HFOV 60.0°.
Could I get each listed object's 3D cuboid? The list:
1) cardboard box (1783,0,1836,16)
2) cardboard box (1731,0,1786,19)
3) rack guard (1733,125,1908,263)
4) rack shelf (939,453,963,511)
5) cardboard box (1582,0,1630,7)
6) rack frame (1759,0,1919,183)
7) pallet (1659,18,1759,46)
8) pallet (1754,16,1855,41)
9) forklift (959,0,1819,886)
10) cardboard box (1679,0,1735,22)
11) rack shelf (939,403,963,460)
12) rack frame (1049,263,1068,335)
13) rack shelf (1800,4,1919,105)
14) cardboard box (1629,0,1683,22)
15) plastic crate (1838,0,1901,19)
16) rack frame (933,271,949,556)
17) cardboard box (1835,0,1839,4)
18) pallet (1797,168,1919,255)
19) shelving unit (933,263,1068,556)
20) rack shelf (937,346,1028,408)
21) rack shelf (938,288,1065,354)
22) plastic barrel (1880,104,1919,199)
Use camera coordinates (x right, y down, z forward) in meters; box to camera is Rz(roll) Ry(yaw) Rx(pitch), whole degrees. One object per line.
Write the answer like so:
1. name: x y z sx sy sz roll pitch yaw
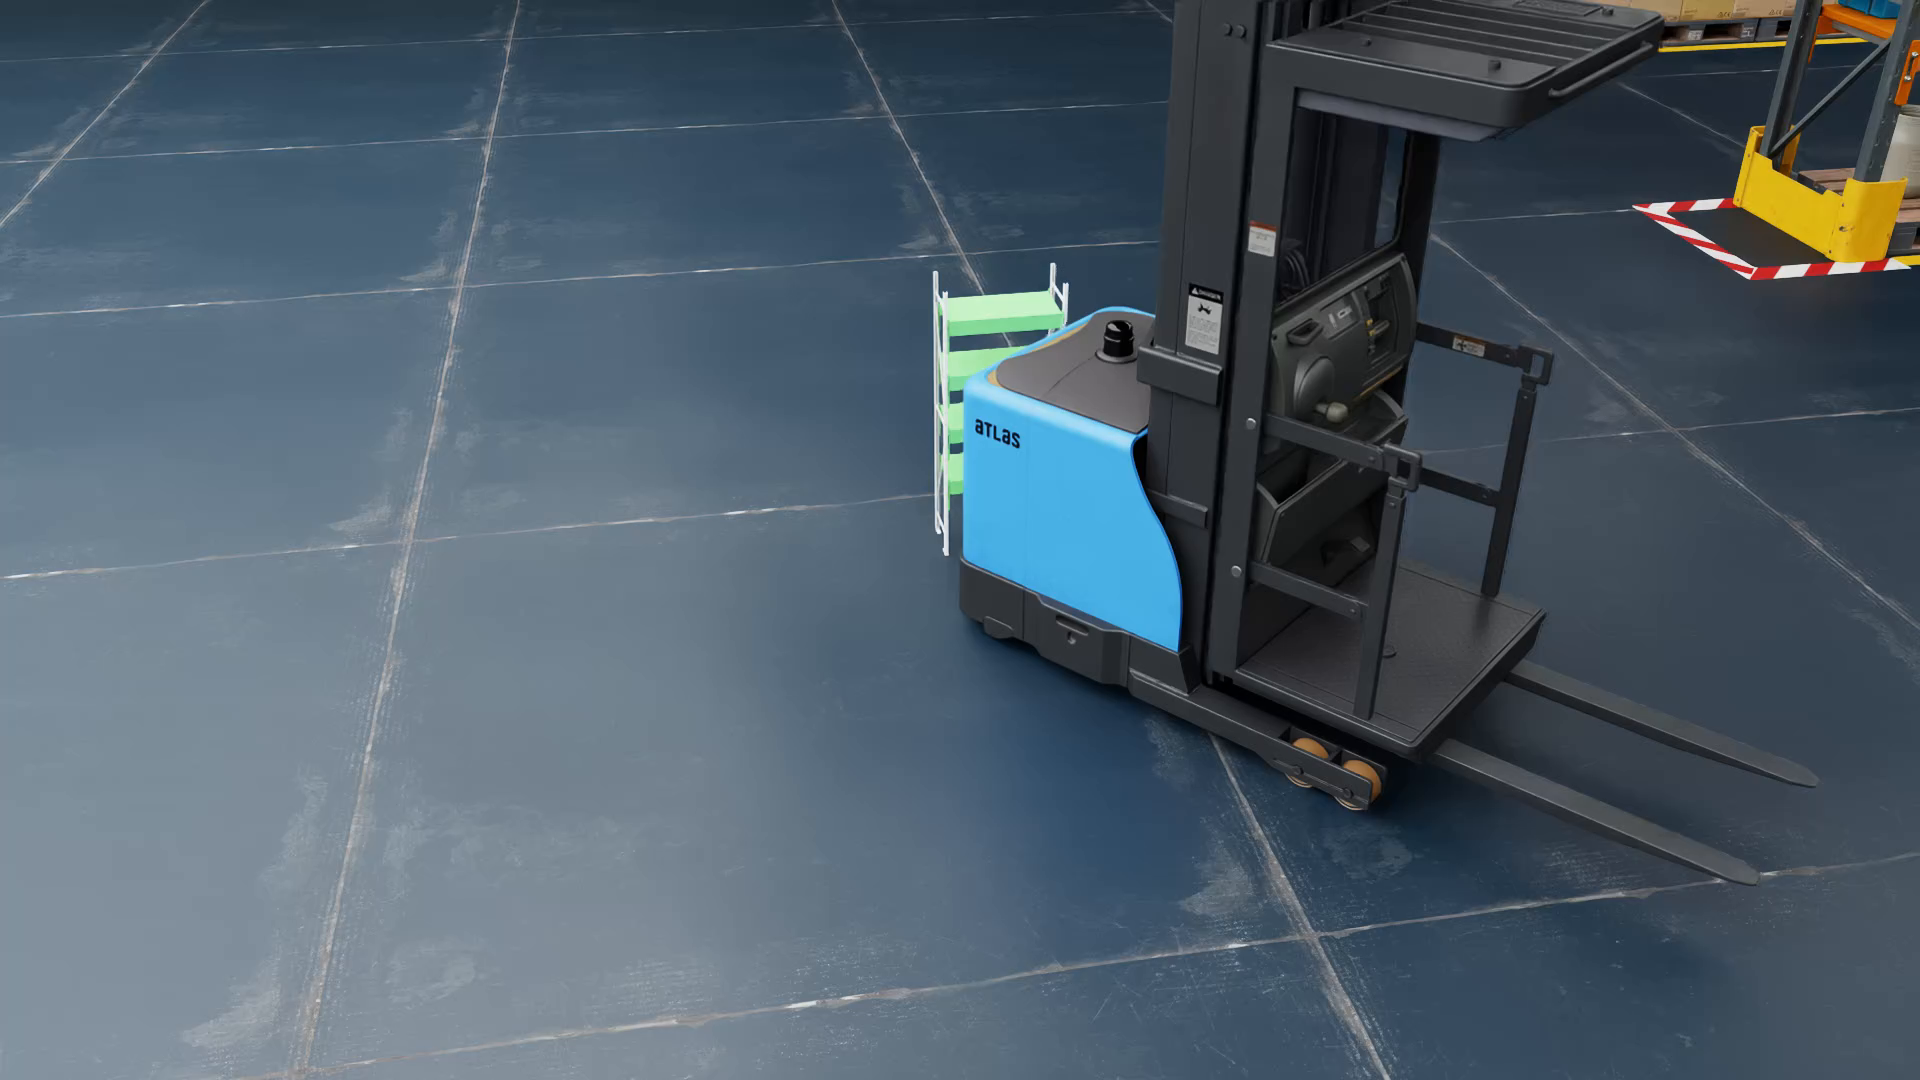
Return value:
1. cardboard box: 7.472 -4.887 14.901 0.500 0.250 0.500 -5 31 -9
2. cardboard box: 6.983 -4.834 14.811 0.500 0.250 0.500 -5 31 -9
3. rack guard: 5.403 -2.201 10.500 0.348 0.500 1.175 -5 31 -9
4. rack shelf: 0.161 -0.271 7.127 0.480 0.148 0.258 -5 31 -9
5. cardboard box: 5.507 -4.700 14.582 0.500 0.250 0.500 -5 31 -9
6. rack frame: 5.337 -3.248 9.815 0.127 3.000 1.000 -5 31 -9
7. pallet: 6.390 -4.717 15.063 1.213 0.211 1.003 -5 31 -9
8. pallet: 7.593 -4.830 15.256 1.213 0.211 1.003 -5 31 -9
9. forklift: 1.453 -0.645 5.456 3.031 2.935 1.130 23 37 33
10. cardboard box: 6.491 -4.788 14.732 0.500 0.250 0.500 -5 31 -9
11. rack shelf: 0.161 -0.478 7.005 0.480 0.148 0.258 -5 31 -9
12. rack frame: 0.401 -0.556 7.012 0.015 1.200 0.240 -5 31 -9
13. rack shelf: 7.304 -3.121 10.308 4.000 0.370 1.077 -5 31 -9
14. cardboard box: 5.999 -4.745 14.659 0.500 0.250 0.500 -5 31 -9
15. plastic crate: 5.775 -3.379 10.184 0.616 0.251 0.499 -5 31 -9
16. rack frame: -0.079 -0.510 6.933 0.015 1.200 0.240 -5 31 -9
17. cardboard box: 7.966 -4.928 14.970 0.500 0.250 0.500 -5 31 -9
18. pallet: 6.203 -2.148 10.695 1.213 0.211 1.003 -5 31 -9
19. shelving unit: 0.161 -0.533 6.973 0.503 1.200 0.258 -5 31 -9
20. rack shelf: 0.161 -0.685 6.883 0.480 0.148 0.258 -5 31 -9
21. rack shelf: 0.161 -0.892 6.762 0.480 0.148 0.258 -5 31 -9
22. plastic barrel: 5.970 -2.455 10.506 0.421 0.512 0.421 0 30 0
